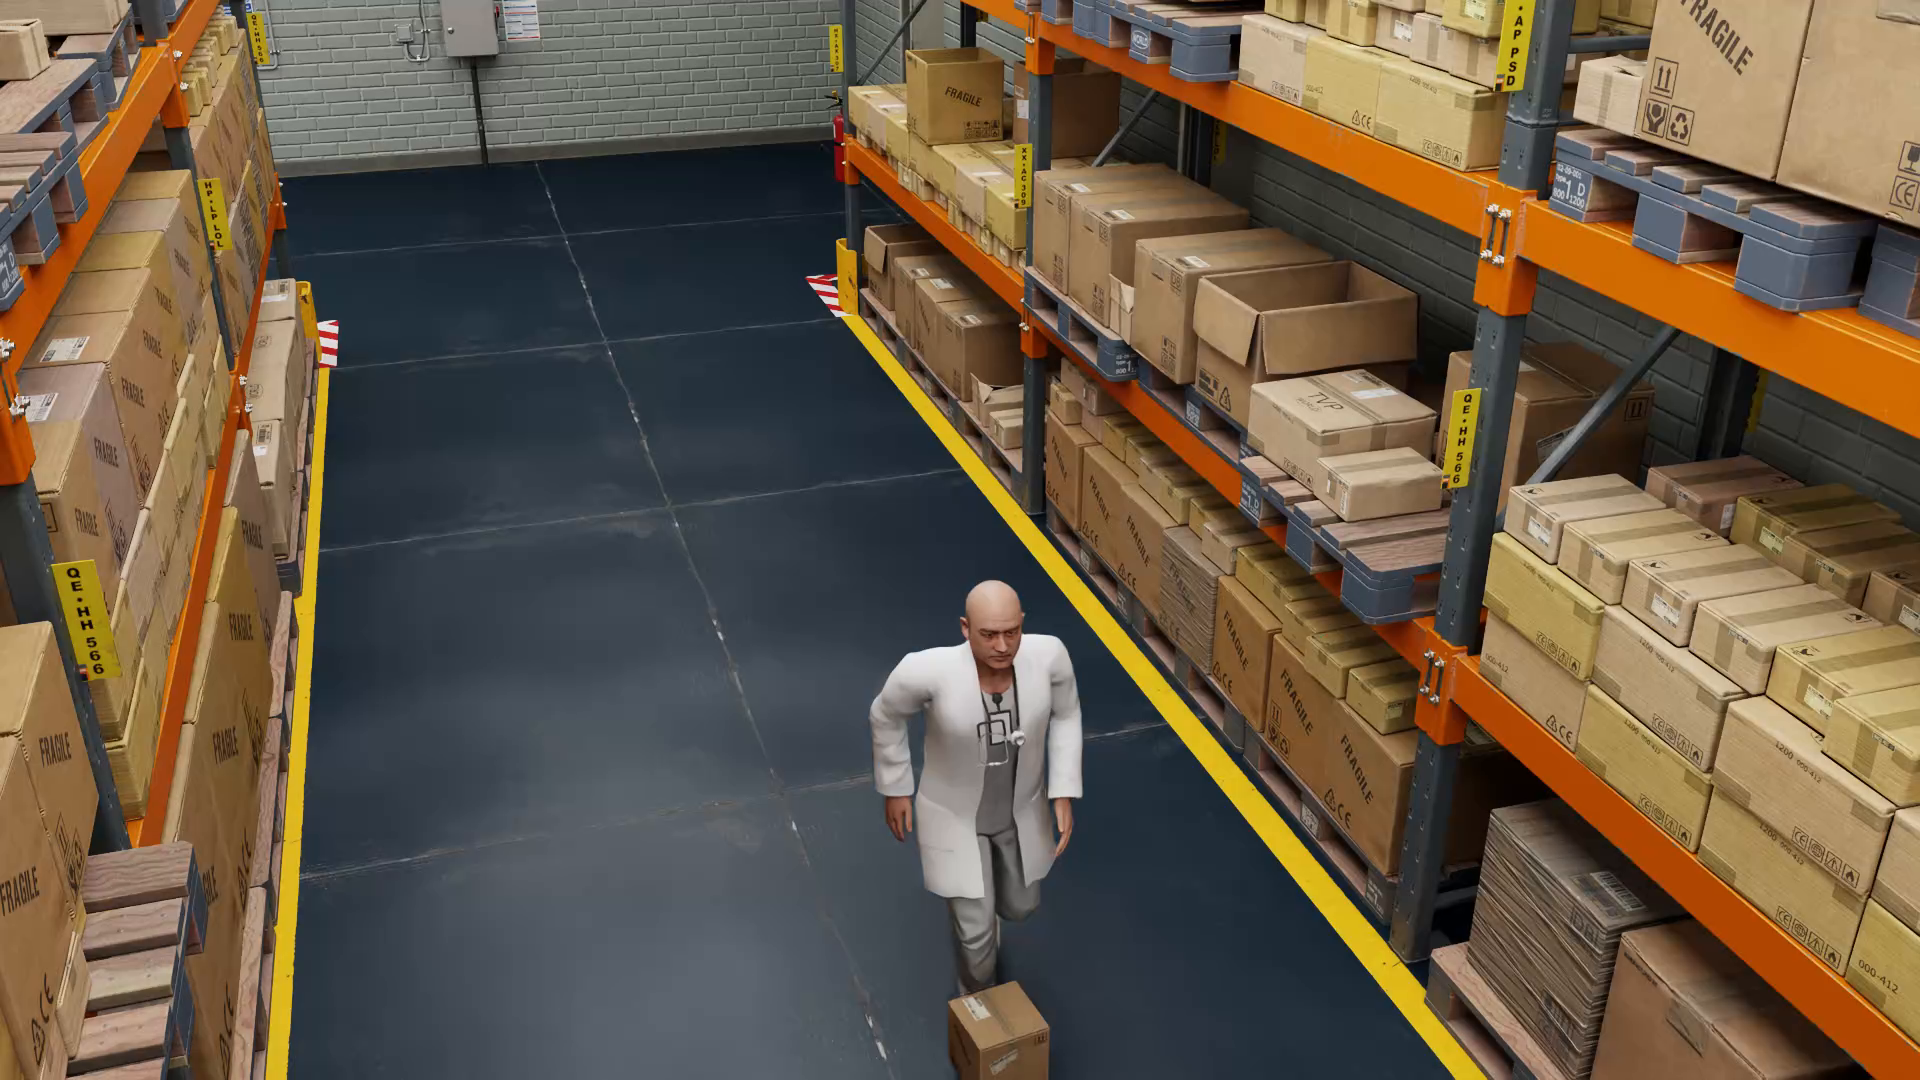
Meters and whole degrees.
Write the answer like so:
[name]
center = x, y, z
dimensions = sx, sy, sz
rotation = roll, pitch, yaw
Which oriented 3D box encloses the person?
[person]
center = 0.034, 0.824, 5.469
dimensions = 0.666, 1.746, 0.772
rotation = -9, 27, -18
